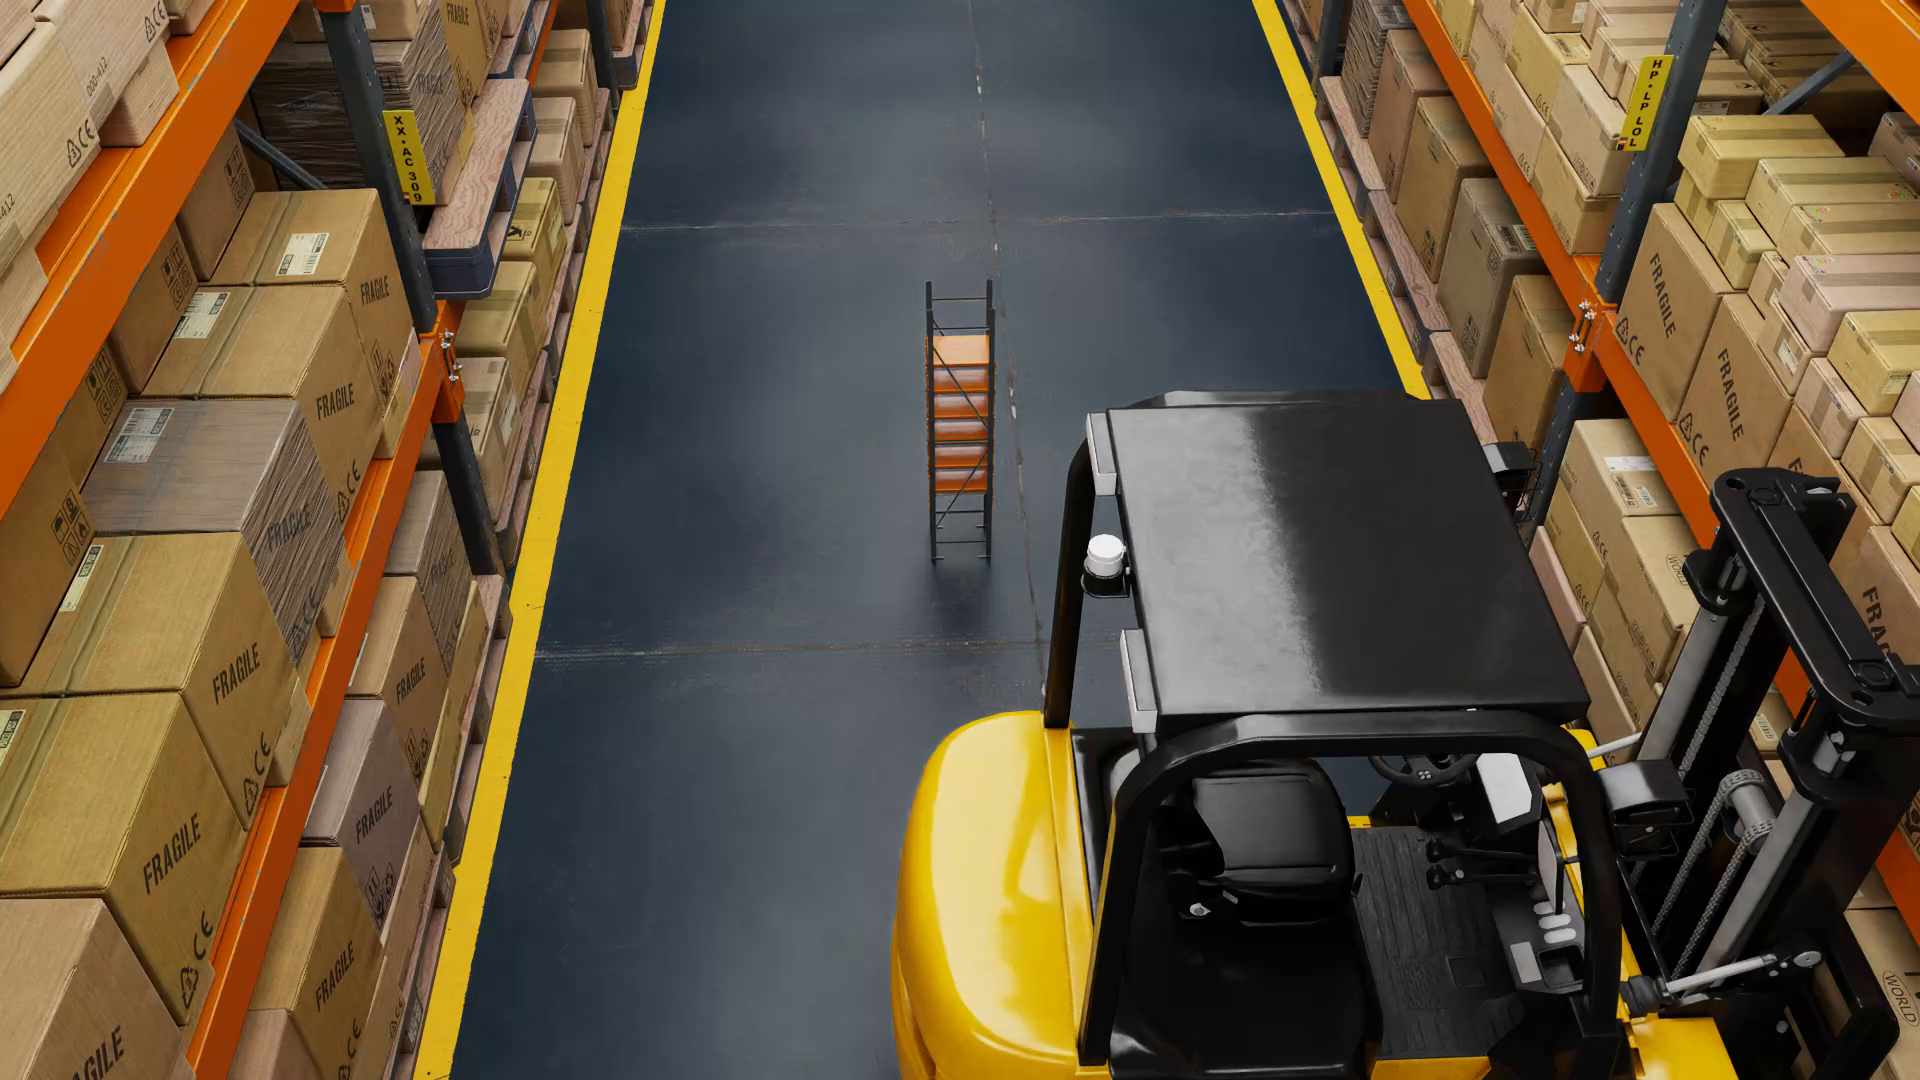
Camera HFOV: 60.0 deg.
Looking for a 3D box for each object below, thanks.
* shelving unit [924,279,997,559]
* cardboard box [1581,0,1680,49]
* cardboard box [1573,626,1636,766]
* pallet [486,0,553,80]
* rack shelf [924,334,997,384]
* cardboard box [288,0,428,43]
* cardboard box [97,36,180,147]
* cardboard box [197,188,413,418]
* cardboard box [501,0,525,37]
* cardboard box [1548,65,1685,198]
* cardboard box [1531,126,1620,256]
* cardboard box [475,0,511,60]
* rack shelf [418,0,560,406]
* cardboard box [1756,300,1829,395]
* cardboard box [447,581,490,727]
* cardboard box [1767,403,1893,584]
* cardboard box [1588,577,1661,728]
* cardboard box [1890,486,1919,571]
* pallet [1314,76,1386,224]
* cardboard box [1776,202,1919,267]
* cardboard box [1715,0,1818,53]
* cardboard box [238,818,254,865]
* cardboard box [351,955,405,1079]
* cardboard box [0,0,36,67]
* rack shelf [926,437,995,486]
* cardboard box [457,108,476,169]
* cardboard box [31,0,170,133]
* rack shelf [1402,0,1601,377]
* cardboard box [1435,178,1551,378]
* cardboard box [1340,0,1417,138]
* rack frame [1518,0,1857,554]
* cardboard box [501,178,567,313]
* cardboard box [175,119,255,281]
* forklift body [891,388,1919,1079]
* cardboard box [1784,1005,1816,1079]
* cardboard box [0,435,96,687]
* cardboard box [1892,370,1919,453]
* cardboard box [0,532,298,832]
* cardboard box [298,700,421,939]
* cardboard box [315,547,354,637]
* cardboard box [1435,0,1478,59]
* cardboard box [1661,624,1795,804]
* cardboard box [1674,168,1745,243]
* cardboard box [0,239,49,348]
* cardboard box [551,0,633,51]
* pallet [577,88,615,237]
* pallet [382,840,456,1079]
[{"bbox_3d":[0.001,-0.433,6.334,0.258,1.200,0.189,-2,43,-2],"label":"shelving unit"},{"bbox_3d":[2.473,-1.836,5.979,0.380,0.149,0.250,-2,43,-2],"label":"cardboard box"},{"bbox_3d":[2.423,0.542,5.663,0.500,0.250,0.500,-3,43,-3],"label":"cardboard box"},{"bbox_3d":[-2.308,-2.145,7.012,1.003,0.211,1.213,-2,43,-2],"label":"pallet"},{"bbox_3d":[0.001,-0.665,6.121,0.258,0.103,0.180,-2,43,-2],"label":"rack shelf"},{"bbox_3d":[-1.930,-1.718,5.320,0.380,0.149,0.250,-2,43,-2],"label":"cardboard box"},{"bbox_3d":[-1.915,-0.964,3.548,0.380,0.149,0.250,-1,43,-1],"label":"cardboard box"},{"bbox_3d":[-1.996,-0.704,5.004,0.500,0.500,0.500,-3,43,-3],"label":"cardboard box"},{"bbox_3d":[-1.998,-2.175,6.778,0.380,0.149,0.250,0,43,0],"label":"cardboard box"},{"bbox_3d":[2.420,-1.448,5.851,0.500,0.250,0.500,-2,43,-3],"label":"cardboard box"},{"bbox_3d":[2.413,-1.273,6.029,0.500,0.250,0.500,-1,43,-1],"label":"cardboard box"},{"bbox_3d":[-2.026,-2.149,6.269,0.500,0.500,0.500,-2,43,-2],"label":"cardboard box"},{"bbox_3d":[-2.348,-1.935,7.174,1.077,0.370,4.000,-2,43,-2],"label":"rack shelf"},{"bbox_3d":[2.435,-0.530,4.554,0.380,0.149,0.250,-1,43,-1],"label":"cardboard box"},{"bbox_3d":[-1.969,0.400,5.818,0.500,0.250,0.500,0,43,0],"label":"cardboard box"},{"bbox_3d":[2.515,-0.032,4.491,0.500,0.500,0.500,-2,43,-2],"label":"cardboard box"},{"bbox_3d":[2.432,0.355,5.497,0.500,0.250,0.500,-2,43,-2],"label":"cardboard box"},{"bbox_3d":[2.493,-0.004,3.980,0.380,0.149,0.250,-2,43,-3],"label":"cardboard box"},{"bbox_3d":[2.522,-2.111,8.897,1.003,0.211,1.213,-2,43,-2],"label":"pallet"},{"bbox_3d":[2.534,-0.811,4.641,0.380,0.149,0.250,-2,43,-3],"label":"cardboard box"},{"bbox_3d":[2.927,-1.866,6.012,0.380,0.149,0.250,-2,43,-2],"label":"cardboard box"},{"bbox_3d":[-1.918,0.654,4.002,0.380,0.149,0.250,-3,43,-3],"label":"cardboard box"},{"bbox_3d":[-1.901,1.444,4.679,0.500,0.250,0.500,1,43,1],"label":"cardboard box"},{"bbox_3d":[-1.870,-0.906,2.894,0.380,0.149,0.250,-1,43,-1],"label":"cardboard box"},{"bbox_3d":[0.001,-0.311,6.445,0.258,0.103,0.180,-2,43,-2],"label":"rack shelf"},{"bbox_3d":[-1.973,-1.463,6.002,0.380,0.149,0.250,-1,43,-1],"label":"cardboard box"},{"bbox_3d":[-1.946,-1.034,3.329,0.500,0.250,0.500,-2,43,-2],"label":"cardboard box"},{"bbox_3d":[2.611,-2.080,7.332,1.077,0.370,4.000,-2,43,-2],"label":"rack shelf"},{"bbox_3d":[2.637,-1.151,7.232,0.875,0.625,0.625,-2,43,-2],"label":"cardboard box"},{"bbox_3d":[2.539,-2.553,8.763,0.875,0.625,0.625,0,43,0],"label":"cardboard box"},{"bbox_3d":[2.696,-0.995,5.616,1.000,3.000,0.127,-2,43,-2],"label":"rack frame"},{"bbox_3d":[-2.353,-1.345,7.631,0.950,0.372,0.625,0,43,0],"label":"cardboard box"},{"bbox_3d":[-2.461,-1.062,4.655,0.700,0.500,0.500,-2,43,-2],"label":"cardboard box"},{"bbox_3d":[0.963,0.790,4.296,2.313,2.155,1.214,-2,43,-2],"label":"forklift body"},{"bbox_3d":[2.480,1.373,4.386,0.500,0.250,0.500,-3,43,-3],"label":"cardboard box"},{"bbox_3d":[-2.354,-0.028,3.526,0.700,0.500,0.500,-2,43,-2],"label":"cardboard box"},{"bbox_3d":[2.547,-0.290,4.072,0.380,0.149,0.250,-2,43,-2],"label":"cardboard box"},{"bbox_3d":[-1.914,0.339,3.866,0.500,0.500,0.500,-2,43,-3],"label":"cardboard box"},{"bbox_3d":[-1.924,0.812,4.814,0.500,0.500,0.500,0,43,0],"label":"cardboard box"},{"bbox_3d":[-1.898,0.136,4.567,0.380,0.149,0.250,-2,43,-2],"label":"cardboard box"},{"bbox_3d":[2.366,-2.296,7.146,0.500,0.250,0.500,0,43,0],"label":"cardboard box"},{"bbox_3d":[2.447,0.512,4.956,0.500,0.250,0.500,0,43,0],"label":"cardboard box"},{"bbox_3d":[2.447,-1.048,5.120,0.380,0.149,0.250,-2,43,-2],"label":"cardboard box"},{"bbox_3d":[-1.893,-0.445,2.982,0.380,0.149,0.250,-3,43,-3],"label":"cardboard box"},{"bbox_3d":[-2.379,-3.391,9.491,0.875,0.875,0.875,-2,43,-2],"label":"cardboard box"},{"bbox_3d":[-2.401,-1.995,8.770,1.003,0.211,1.213,-2,43,-2],"label":"pallet"},{"bbox_3d":[-2.144,1.456,5.006,1.003,0.211,1.213,-2,43,-2],"label":"pallet"}]
